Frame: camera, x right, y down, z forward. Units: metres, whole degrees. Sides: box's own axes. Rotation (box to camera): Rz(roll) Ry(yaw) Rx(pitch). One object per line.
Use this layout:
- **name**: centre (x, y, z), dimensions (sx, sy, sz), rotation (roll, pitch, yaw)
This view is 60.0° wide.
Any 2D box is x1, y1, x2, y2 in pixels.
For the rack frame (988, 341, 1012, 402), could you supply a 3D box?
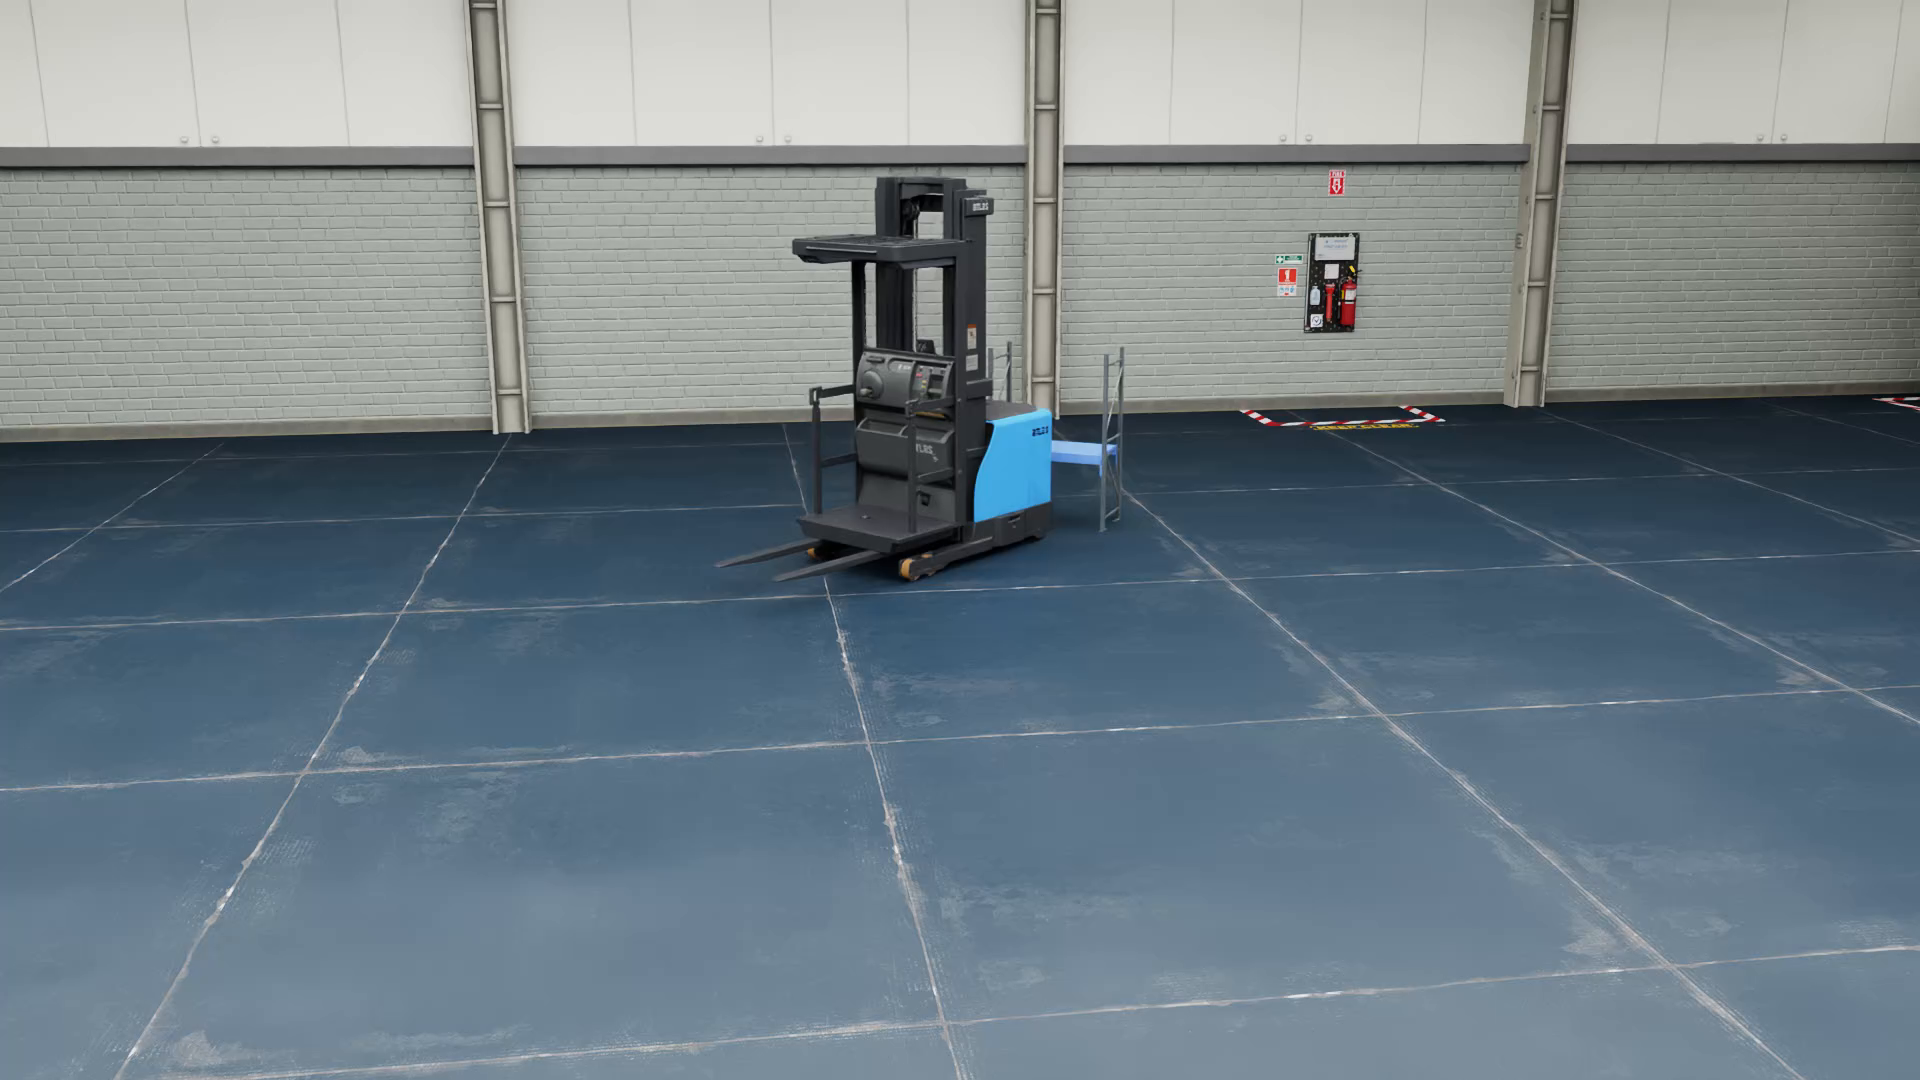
- **rack frame**: centre (0.344, -0.947, 14.413), dimensions (0.032, 1.500, 0.500), rotation (6, 15, 21)

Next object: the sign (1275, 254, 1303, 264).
- **sign**: centre (3.869, -3.301, 19.556), dimensions (0.331, 0.109, 0.001), rotation (-2, 14, -8)

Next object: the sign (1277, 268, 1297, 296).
- **sign**: centre (3.863, -3.046, 19.629), dimensions (0.234, 0.329, 0.001), rotation (-2, 14, -8)

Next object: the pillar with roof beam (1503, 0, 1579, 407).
- **pillar with roof beam**: centre (7.516, -4.979, 15.076), dimensions (0.400, 9.000, 9.100), rotation (-2, 14, -8)

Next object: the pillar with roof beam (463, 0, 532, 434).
- **pillar with roof beam**: centre (-4.350, -4.544, 13.342), dimensions (0.400, 9.000, 9.100), rotation (-2, 14, -8)

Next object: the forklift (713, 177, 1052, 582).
- **forklift**: centre (-0.566, -1.252, 12.690), dimensions (1.130, 2.935, 3.031), rotation (12, 18, 39)

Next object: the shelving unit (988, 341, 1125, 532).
- **shelving unit**: centre (0.816, -0.901, 14.230), dimensions (1.048, 1.500, 0.538), rotation (6, 15, 21)

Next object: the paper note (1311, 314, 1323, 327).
- **paper note**: centre (4.240, -2.607, 19.762), dimensions (0.142, 0.148, 0.016), rotation (-2, 14, -8)

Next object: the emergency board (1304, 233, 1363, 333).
- **emergency board**: centre (4.425, -3.024, 19.614), dimensions (0.643, 1.169, 0.194), rotation (-2, 14, -8)

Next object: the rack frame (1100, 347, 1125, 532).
- **rack frame**: centre (1.288, -0.854, 14.046), dimensions (0.032, 1.500, 0.500), rotation (6, 15, 21)

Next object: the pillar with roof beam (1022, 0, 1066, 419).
- **pillar with roof beam**: centre (1.583, -4.761, 14.209), dimensions (0.400, 9.000, 9.100), rotation (-2, 14, -8)

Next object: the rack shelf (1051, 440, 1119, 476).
- **rack shelf**: centre (0.816, -0.726, 14.273), dimensions (1.000, 0.185, 0.538), rotation (6, 15, 21)

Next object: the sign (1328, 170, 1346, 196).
- **sign**: centre (4.402, -4.172, 19.427), dimensions (0.199, 0.298, 0.001), rotation (-2, 14, -8)
